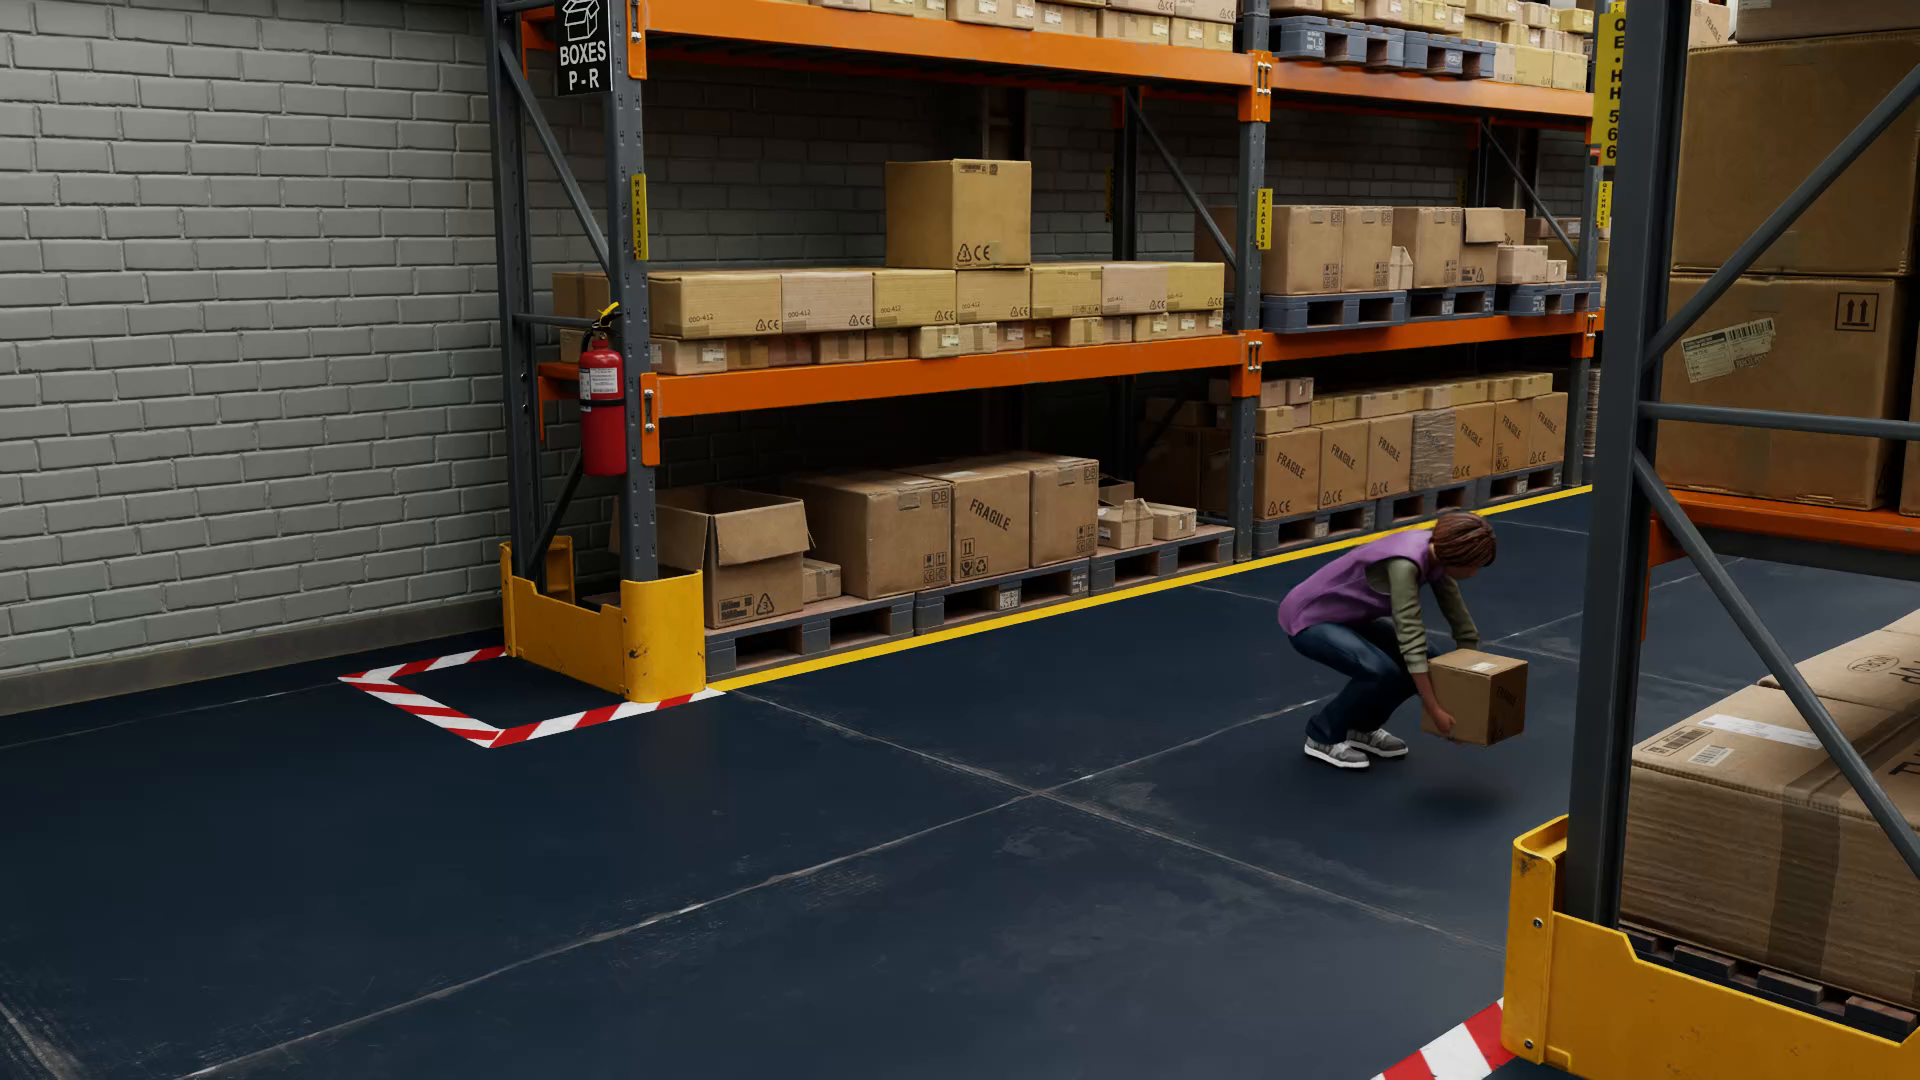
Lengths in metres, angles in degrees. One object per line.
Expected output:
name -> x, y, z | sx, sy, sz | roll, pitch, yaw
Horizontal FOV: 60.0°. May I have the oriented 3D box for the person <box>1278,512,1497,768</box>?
person -> 1.521, 0.339, 5.925 | 0.448, 0.945, 0.789 | -10, 15, -43
